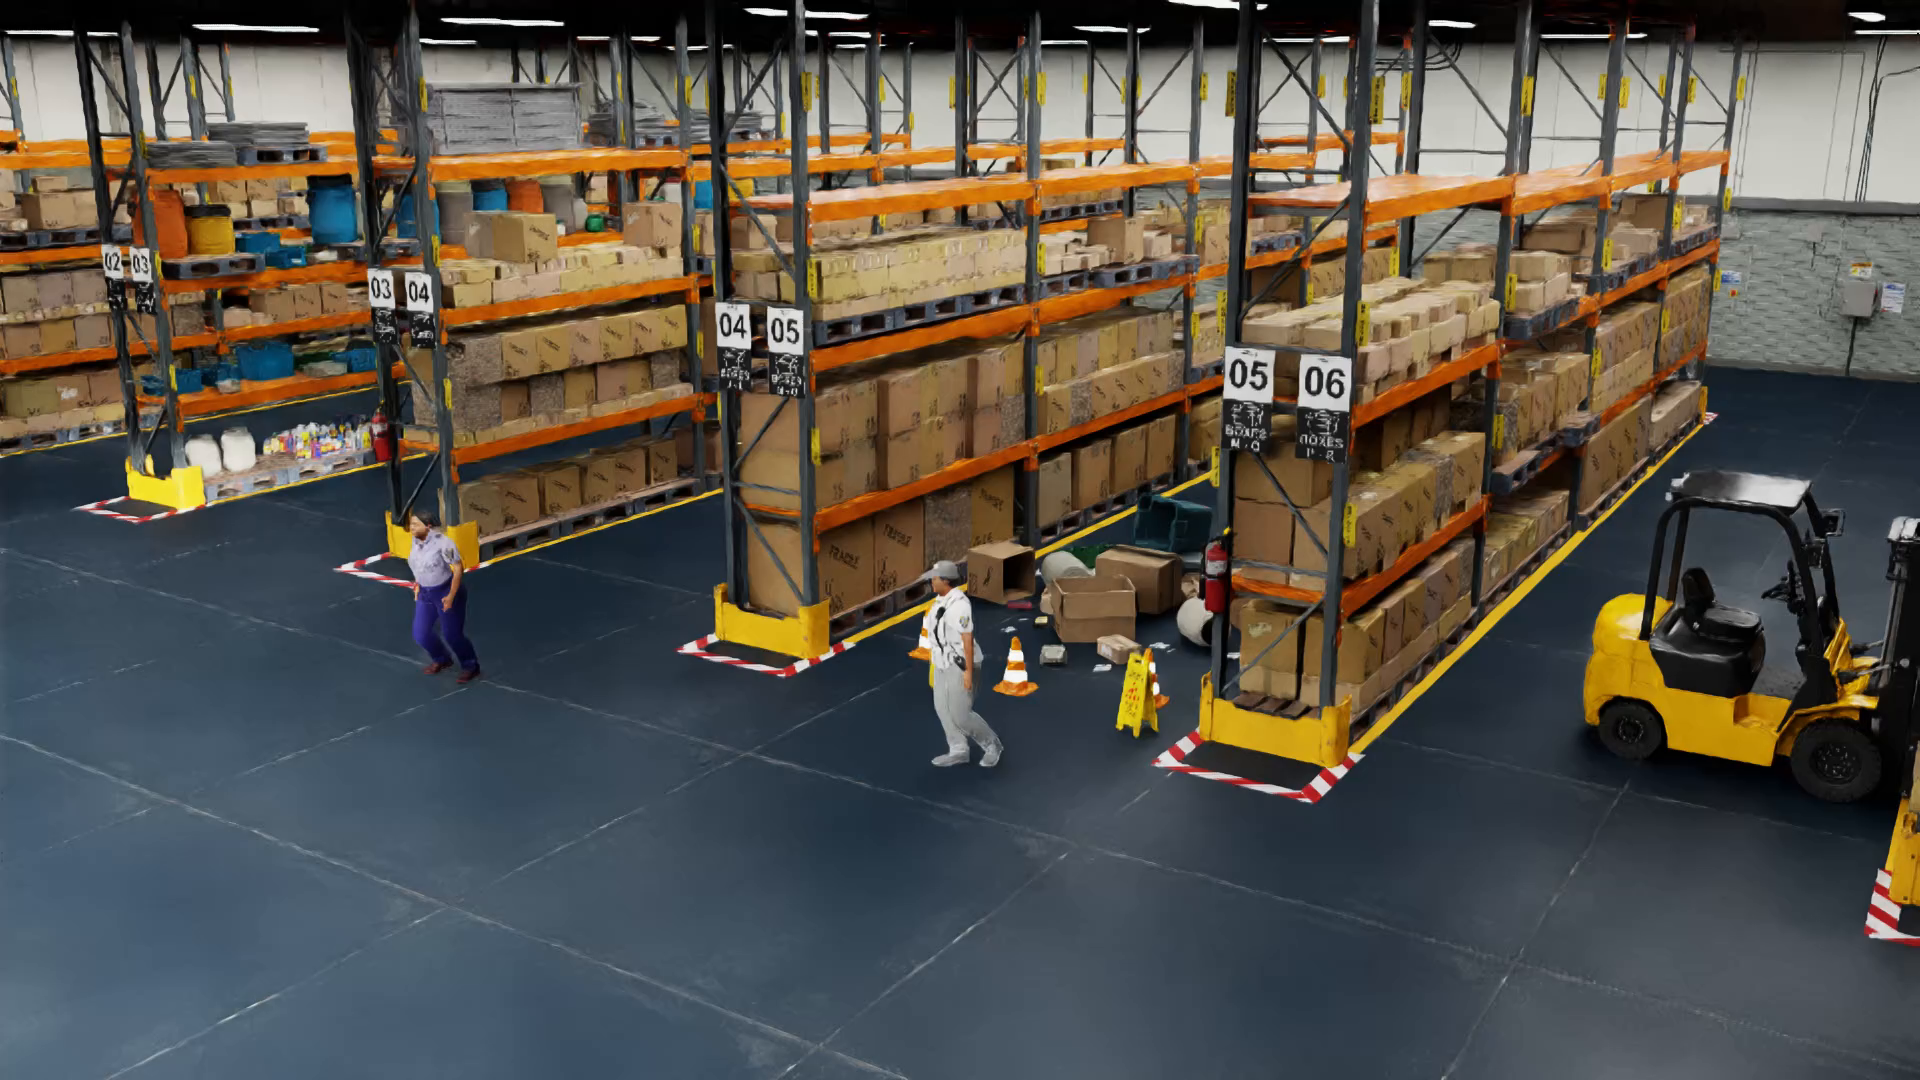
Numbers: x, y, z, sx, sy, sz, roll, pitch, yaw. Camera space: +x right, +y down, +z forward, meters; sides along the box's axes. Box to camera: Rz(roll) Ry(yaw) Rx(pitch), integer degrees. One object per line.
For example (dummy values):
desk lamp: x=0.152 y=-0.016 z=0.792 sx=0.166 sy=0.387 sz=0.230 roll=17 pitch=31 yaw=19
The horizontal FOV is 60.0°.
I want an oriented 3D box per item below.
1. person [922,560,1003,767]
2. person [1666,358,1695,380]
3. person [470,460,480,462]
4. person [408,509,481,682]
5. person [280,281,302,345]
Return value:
person: x=0.026 y=0.953 z=12.738 sx=0.590 sy=1.650 sz=0.550 roll=-6 pitch=17 yaw=-20
person: x=12.678 y=-3.676 z=29.190 sx=0.571 sy=1.753 sz=0.601 roll=-6 pitch=17 yaw=-20
person: x=-6.672 y=-1.997 z=23.065 sx=0.492 sy=1.767 sz=0.626 roll=2 pitch=16 yaw=9
person: x=-4.560 y=0.470 z=14.590 sx=0.625 sy=1.596 sz=0.517 roll=9 pitch=18 yaw=30
person: x=-11.944 y=-3.789 z=29.704 sx=0.422 sy=1.663 sz=0.502 roll=0 pitch=16 yaw=1
